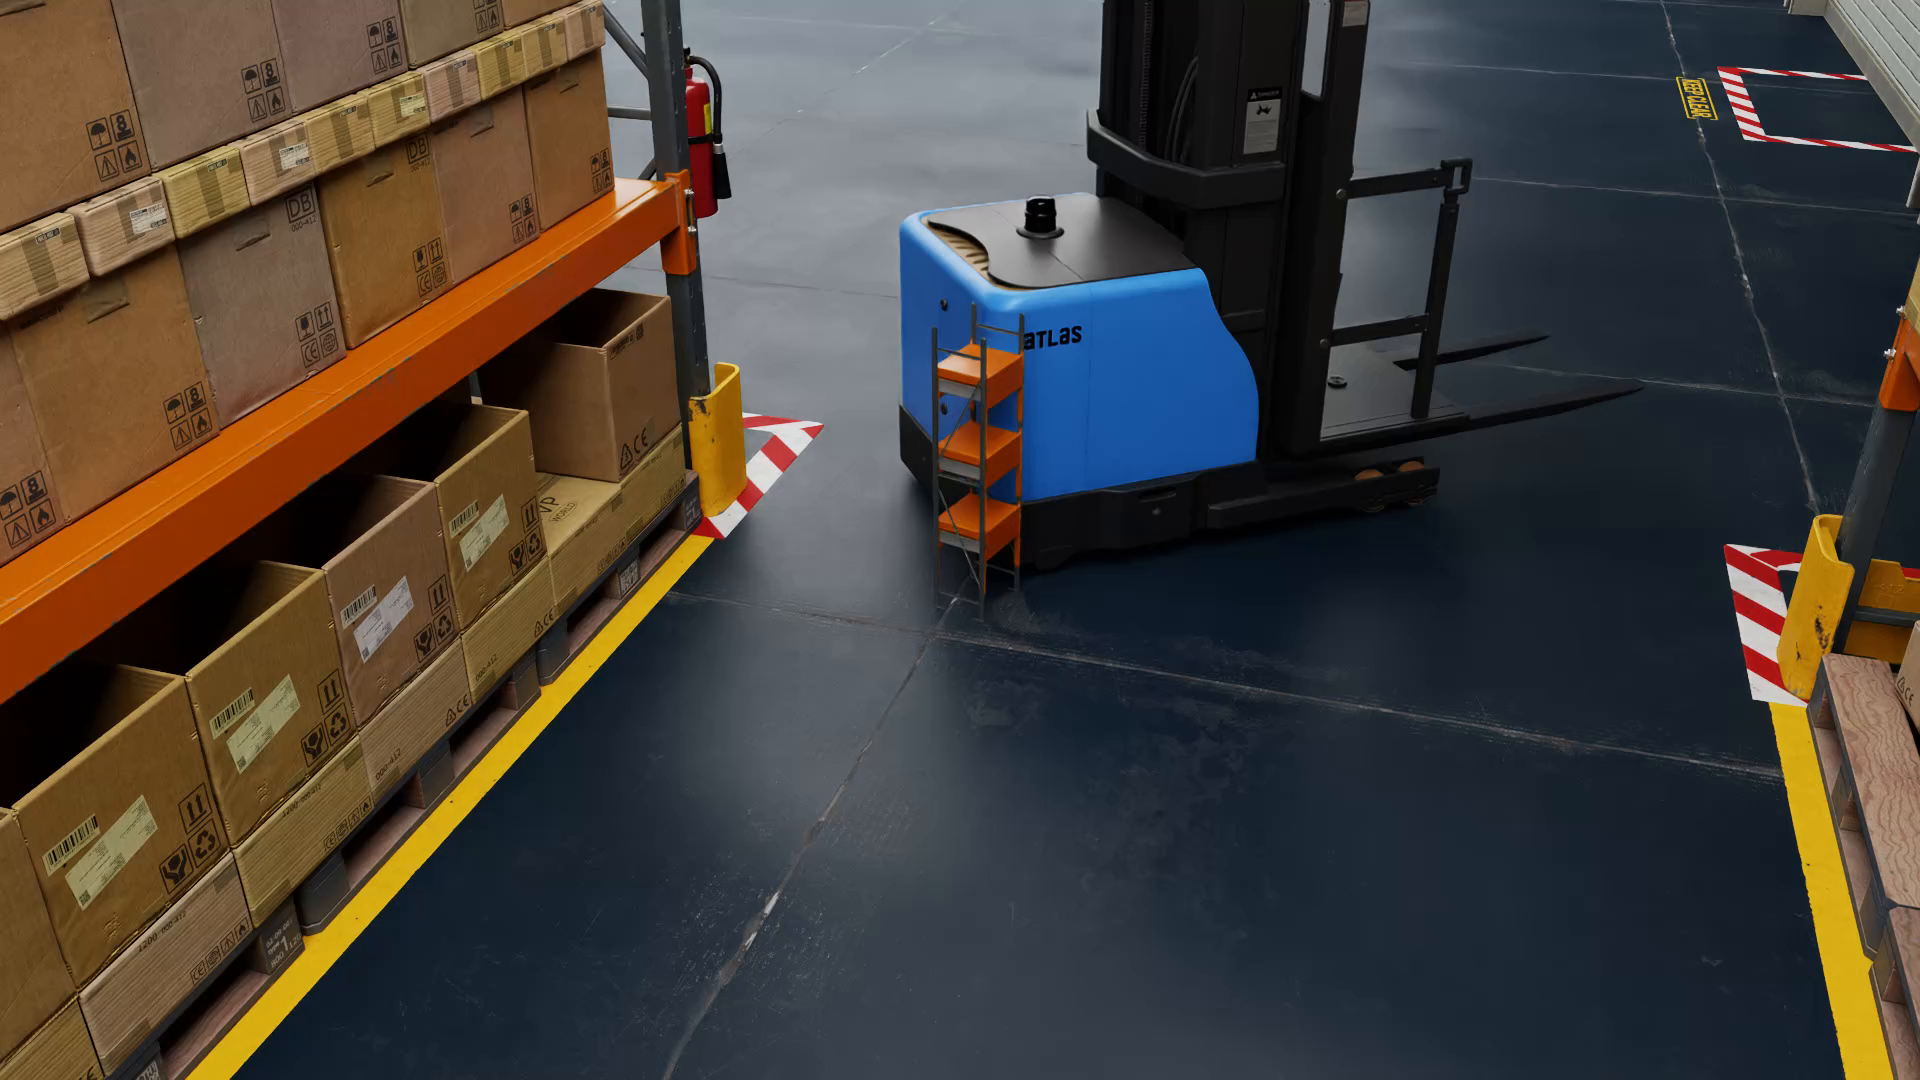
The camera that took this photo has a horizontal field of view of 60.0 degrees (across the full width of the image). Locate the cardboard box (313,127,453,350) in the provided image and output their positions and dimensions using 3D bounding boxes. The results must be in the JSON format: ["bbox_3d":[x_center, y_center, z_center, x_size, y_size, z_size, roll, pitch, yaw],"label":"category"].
[{"bbox_3d":[-1.900,-0.896,4.672,0.700,0.500,0.500,9,30,15],"label":"cardboard box"}]

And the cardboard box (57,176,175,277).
[{"bbox_3d":[-1.985,-0.707,3.665,0.380,0.149,0.250,8,30,13],"label":"cardboard box"}]

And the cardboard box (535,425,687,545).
[{"bbox_3d":[-1.325,-0.232,5.978,0.500,0.250,0.500,8,30,15],"label":"cardboard box"}]

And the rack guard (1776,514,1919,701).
[{"bbox_3d":[3.265,0.291,5.213,1.175,0.500,0.348,8,30,15],"label":"rack guard"}]

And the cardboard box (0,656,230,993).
[{"bbox_3d":[-2.049,0.603,3.705,0.500,0.500,0.500,8,30,15],"label":"cardboard box"}]

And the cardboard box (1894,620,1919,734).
[{"bbox_3d":[2.998,0.455,4.660,0.500,0.311,0.500,5,30,9],"label":"cardboard box"}]

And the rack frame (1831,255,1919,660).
[{"bbox_3d":[3.287,-0.837,4.668,1.000,3.000,0.127,8,30,15],"label":"rack frame"}]

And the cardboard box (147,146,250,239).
[{"bbox_3d":[-1.908,-0.828,3.882,0.380,0.149,0.250,8,30,14],"label":"cardboard box"}]

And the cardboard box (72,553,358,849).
[{"bbox_3d":[-1.895,0.372,4.121,0.500,0.500,0.500,8,30,15],"label":"cardboard box"}]

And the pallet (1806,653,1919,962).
[{"bbox_3d":[2.992,0.790,4.613,1.003,0.211,1.213,8,30,15],"label":"pallet"}]

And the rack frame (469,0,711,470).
[{"bbox_3d":[-1.450,-1.542,5.936,1.000,3.000,0.127,8,30,15],"label":"rack frame"}]

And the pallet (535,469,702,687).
[{"bbox_3d":[-1.634,0.038,5.964,1.003,0.211,1.213,8,30,15],"label":"pallet"}]

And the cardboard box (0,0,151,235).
[{"bbox_3d":[-2.205,-0.968,3.468,0.700,0.500,0.500,8,30,15],"label":"cardboard box"}]

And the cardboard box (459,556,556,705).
[{"bbox_3d":[-1.605,0.234,5.140,0.500,0.250,0.500,8,30,15],"label":"cardboard box"}]

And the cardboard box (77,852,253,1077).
[{"bbox_3d":[-2.046,0.931,3.887,0.500,0.250,0.500,8,30,15],"label":"cardboard box"}]

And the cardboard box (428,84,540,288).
[{"bbox_3d":[-1.748,-1.126,5.085,0.700,0.500,0.500,9,30,16],"label":"cardboard box"}]

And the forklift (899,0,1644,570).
[{"bbox_3d":[1.328,-1.613,6.135,3.031,2.935,1.130,-11,31,-18],"label":"forklift"}]

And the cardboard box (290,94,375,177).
[{"bbox_3d":[-1.758,-1.062,4.304,0.380,0.149,0.250,9,30,16],"label":"cardboard box"}]

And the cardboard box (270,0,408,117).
[{"bbox_3d":[-1.911,-1.433,4.303,0.700,0.500,0.500,9,30,15],"label":"cardboard box"}]

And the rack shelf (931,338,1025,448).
[{"bbox_3d":[0.060,-0.487,5.484,0.215,0.259,0.240,17,33,27],"label":"rack shelf"}]

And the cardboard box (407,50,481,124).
[{"bbox_3d":[-1.606,-1.307,4.744,0.380,0.149,0.250,9,30,16],"label":"cardboard box"}]

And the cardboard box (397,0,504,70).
[{"bbox_3d":[-1.764,-1.667,4.725,0.700,0.500,0.500,8,30,14],"label":"cardboard box"}]

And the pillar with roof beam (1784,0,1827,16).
[{"bbox_3d":[3.315,-9.200,13.532,9.100,9.000,0.400,8,30,15],"label":"pillar with roof beam"}]

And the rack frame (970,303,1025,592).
[{"bbox_3d":[0.124,-0.299,5.707,0.200,1.050,0.008,17,33,27],"label":"rack frame"}]

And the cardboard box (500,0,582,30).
[{"bbox_3d":[-1.614,-1.913,5.165,0.700,0.500,0.500,9,30,15],"label":"cardboard box"}]

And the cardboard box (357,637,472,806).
[{"bbox_3d":[-1.753,0.467,4.722,0.500,0.250,0.500,8,30,15],"label":"cardboard box"}]

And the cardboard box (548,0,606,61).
[{"bbox_3d":[-1.380,-1.664,5.386,0.380,0.149,0.250,8,30,14],"label":"cardboard box"}]

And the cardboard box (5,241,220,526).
[{"bbox_3d":[-2.200,-0.412,3.803,0.700,0.500,0.500,9,30,16],"label":"cardboard box"}]

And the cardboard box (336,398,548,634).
[{"bbox_3d":[-1.602,-0.093,4.956,0.500,0.500,0.500,8,30,15],"label":"cardboard box"}]

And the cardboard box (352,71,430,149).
[{"bbox_3d":[-1.683,-1.185,4.524,0.380,0.149,0.250,9,30,16],"label":"cardboard box"}]

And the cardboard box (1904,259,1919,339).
[{"bbox_3d":[2.840,-0.598,4.374,0.500,0.250,0.500,8,30,13],"label":"cardboard box"}]

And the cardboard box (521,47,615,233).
[{"bbox_3d":[-1.599,-1.370,5.525,0.700,0.500,0.500,9,30,15],"label":"cardboard box"}]

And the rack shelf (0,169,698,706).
[{"bbox_3d":[-2.037,-0.298,4.440,1.077,0.370,4.000,8,30,15],"label":"rack shelf"}]

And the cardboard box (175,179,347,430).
[{"bbox_3d":[-2.051,-0.650,4.231,0.700,0.500,0.500,9,30,16],"label":"cardboard box"}]

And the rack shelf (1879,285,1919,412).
[{"bbox_3d":[2.700,0.407,3.172,1.077,0.370,4.000,8,30,15],"label":"rack shelf"}]

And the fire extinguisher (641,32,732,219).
[{"bbox_3d":[-0.971,-1.497,5.934,0.296,0.674,0.183,8,30,15],"label":"fire extinguisher"}]

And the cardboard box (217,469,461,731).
[{"bbox_3d":[-1.750,0.139,4.539,0.500,0.500,0.500,8,30,15],"label":"cardboard box"}]

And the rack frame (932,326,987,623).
[{"bbox_3d":[-0.003,-0.198,5.526,0.200,1.050,0.008,17,33,27],"label":"rack frame"}]

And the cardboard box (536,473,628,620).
[{"bbox_3d":[-1.460,0.002,5.558,0.500,0.250,0.500,8,30,15],"label":"cardboard box"}]

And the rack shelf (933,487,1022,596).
[{"bbox_3d":[0.060,0.004,5.757,0.215,0.259,0.240,17,33,27],"label":"rack shelf"}]

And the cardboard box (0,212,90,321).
[{"bbox_3d":[-2.061,-0.582,3.441,0.380,0.149,0.250,7,30,13],"label":"cardboard box"}]

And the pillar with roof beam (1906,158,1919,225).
[{"bbox_3d":[1.554,-6.412,8.520,9.100,9.000,0.400,8,30,15],"label":"pillar with roof beam"}]

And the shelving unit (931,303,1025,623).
[{"bbox_3d":[0.060,-0.248,5.616,0.215,1.050,0.252,17,33,27],"label":"shelving unit"}]

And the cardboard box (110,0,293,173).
[{"bbox_3d":[-2.058,-1.200,3.885,0.700,0.500,0.500,9,30,15],"label":"cardboard box"}]

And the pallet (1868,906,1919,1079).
[{"bbox_3d":[2.632,1.355,3.597,1.003,0.211,1.213,8,30,15],"label":"pallet"}]

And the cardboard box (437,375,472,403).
[{"bbox_3d":[-1.965,-0.401,5.511,0.500,0.500,0.500,8,30,15],"label":"cardboard box"}]

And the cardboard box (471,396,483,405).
[{"bbox_3d":[-1.820,-0.306,6.111,0.500,0.250,0.500,8,30,15],"label":"cardboard box"}]

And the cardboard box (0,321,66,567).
[{"bbox_3d":[-2.351,-0.180,3.385,0.700,0.500,0.500,8,30,14],"label":"cardboard box"}]

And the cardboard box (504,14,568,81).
[{"bbox_3d":[-1.455,-1.542,5.167,0.380,0.149,0.250,9,30,16],"label":"cardboard box"}]

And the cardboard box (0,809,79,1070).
[{"bbox_3d":[-2.188,0.837,3.285,0.500,0.500,0.500,8,30,15],"label":"cardboard box"}]

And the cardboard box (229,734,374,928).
[{"bbox_3d":[-1.894,0.700,4.303,0.500,0.250,0.500,8,30,15],"label":"cardboard box"}]

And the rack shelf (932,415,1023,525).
[{"bbox_3d":[0.060,-0.239,5.622,0.215,0.259,0.240,17,33,27],"label":"rack shelf"}]

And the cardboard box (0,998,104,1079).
[{"bbox_3d":[-2.198,1.163,3.470,0.500,0.250,0.500,8,30,15],"label":"cardboard box"}]

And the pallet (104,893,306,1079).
[{"bbox_3d":[-2.350,1.172,3.926,1.003,0.211,1.213,8,30,15],"label":"pallet"}]

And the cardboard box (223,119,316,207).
[{"bbox_3d":[-1.833,-0.943,4.089,0.380,0.149,0.250,8,30,14],"label":"cardboard box"}]

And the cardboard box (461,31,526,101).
[{"bbox_3d":[-1.530,-1.423,4.953,0.380,0.149,0.250,8,30,14],"label":"cardboard box"}]

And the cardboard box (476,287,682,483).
[{"bbox_3d":[-1.323,-0.560,5.796,0.500,0.500,0.500,8,30,15],"label":"cardboard box"}]

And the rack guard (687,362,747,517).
[{"bbox_3d":[-1.443,-0.461,6.564,1.175,0.500,0.348,8,30,15],"label":"rack guard"}]

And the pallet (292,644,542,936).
[{"bbox_3d":[-1.994,0.603,4.948,1.003,0.211,1.213,8,30,15],"label":"pallet"}]
